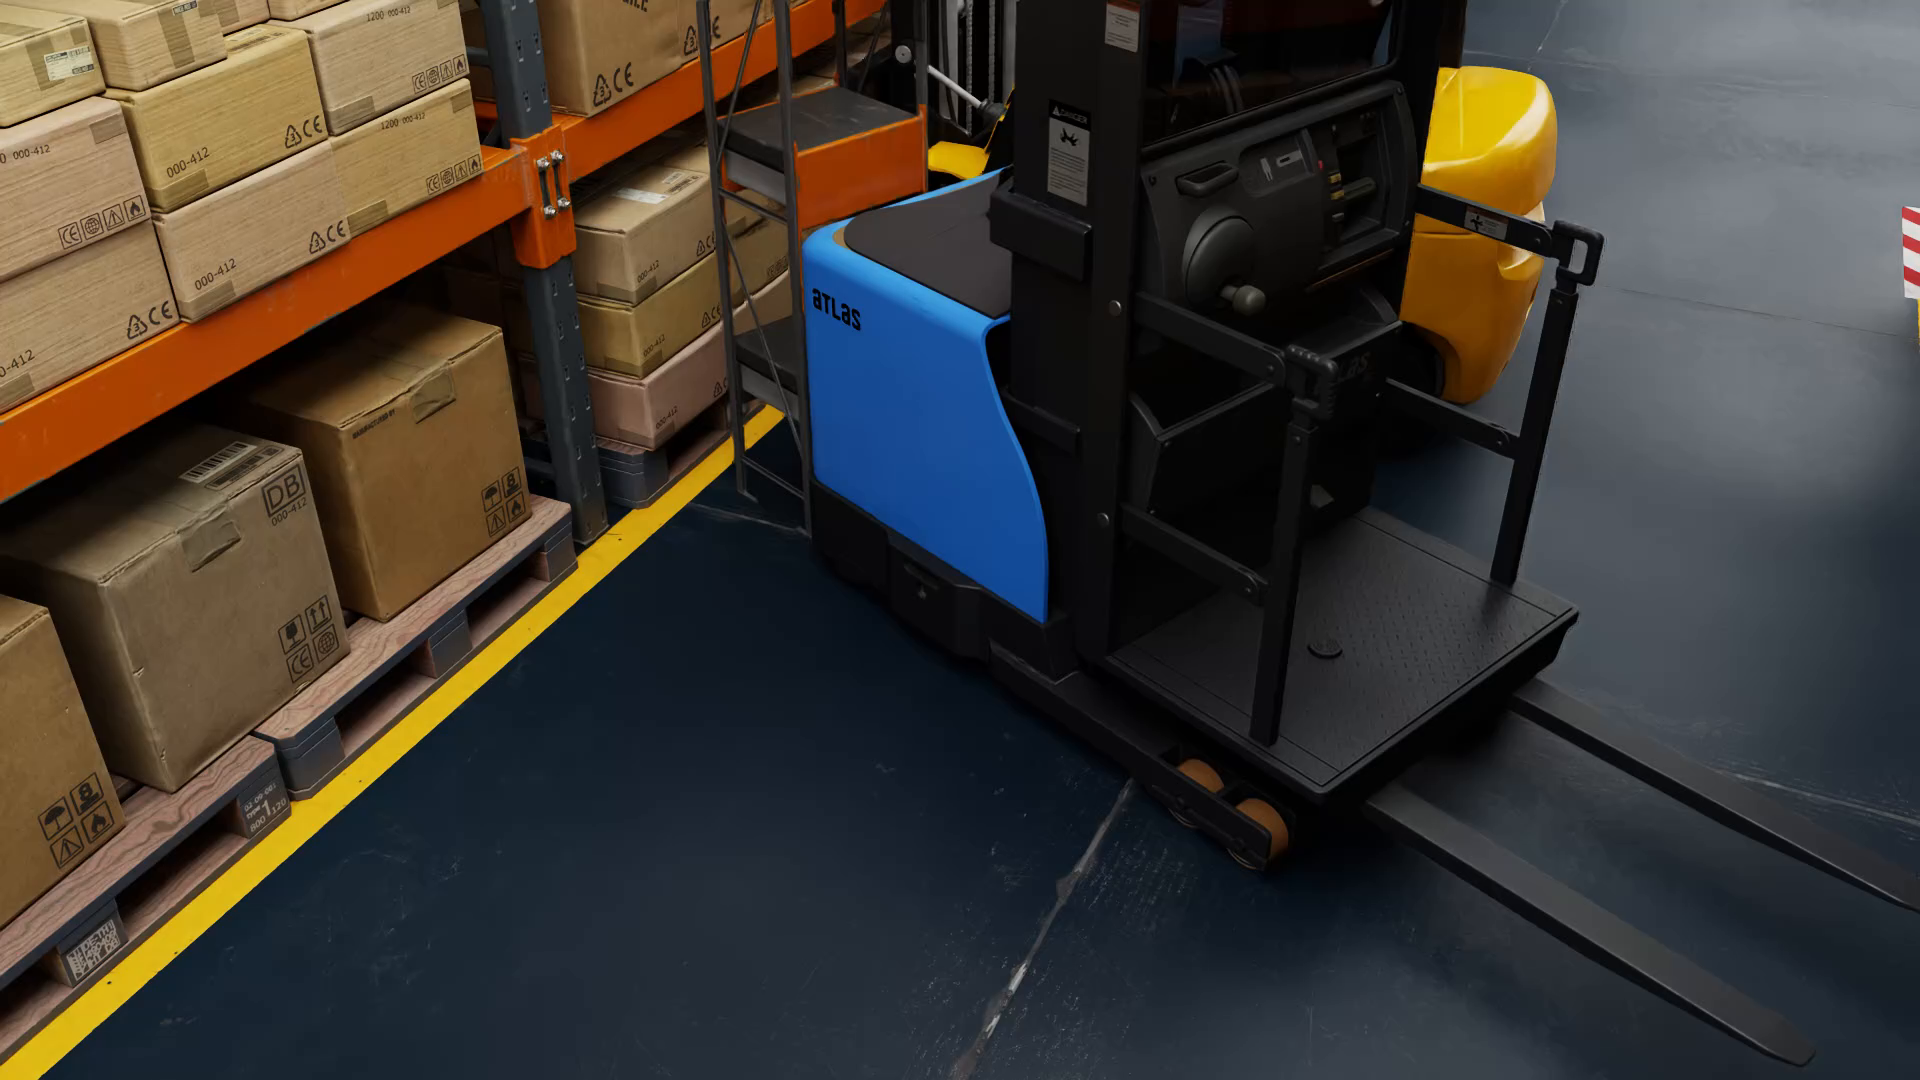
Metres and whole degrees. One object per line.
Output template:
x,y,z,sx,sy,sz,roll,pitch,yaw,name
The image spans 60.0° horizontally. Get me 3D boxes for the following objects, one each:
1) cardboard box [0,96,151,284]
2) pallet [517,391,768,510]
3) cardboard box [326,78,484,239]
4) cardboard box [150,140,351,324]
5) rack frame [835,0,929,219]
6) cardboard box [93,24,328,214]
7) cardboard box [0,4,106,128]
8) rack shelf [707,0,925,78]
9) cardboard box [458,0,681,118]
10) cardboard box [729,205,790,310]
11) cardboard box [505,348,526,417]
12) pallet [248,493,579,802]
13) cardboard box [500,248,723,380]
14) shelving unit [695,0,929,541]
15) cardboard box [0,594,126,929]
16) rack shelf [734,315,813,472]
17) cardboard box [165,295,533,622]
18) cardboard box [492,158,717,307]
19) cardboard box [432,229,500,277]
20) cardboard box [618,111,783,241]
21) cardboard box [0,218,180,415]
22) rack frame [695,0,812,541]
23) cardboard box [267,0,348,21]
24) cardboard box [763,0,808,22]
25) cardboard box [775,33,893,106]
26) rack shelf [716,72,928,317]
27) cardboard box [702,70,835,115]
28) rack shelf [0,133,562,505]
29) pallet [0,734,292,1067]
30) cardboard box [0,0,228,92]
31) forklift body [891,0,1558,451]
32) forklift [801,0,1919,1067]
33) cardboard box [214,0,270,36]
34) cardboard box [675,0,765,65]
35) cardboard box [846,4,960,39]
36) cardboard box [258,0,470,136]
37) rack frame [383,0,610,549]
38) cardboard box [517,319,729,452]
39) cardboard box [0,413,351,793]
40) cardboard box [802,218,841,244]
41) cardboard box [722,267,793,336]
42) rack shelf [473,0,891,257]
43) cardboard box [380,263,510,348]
-1.998,-0.705,3.270,0.500,0.250,0.500,15,36,21,cardboard box
-1.226,-0.593,5.962,1.003,0.211,1.213,14,36,20,pallet
-1.570,-0.999,4.175,0.500,0.250,0.500,15,36,22,cardboard box
-1.775,-0.747,3.791,0.500,0.250,0.500,14,36,20,cardboard box
-0.233,-1.136,5.068,0.015,2.100,0.400,-27,42,-34,rack frame
-1.779,-0.958,3.656,0.500,0.250,0.500,13,36,19,cardboard box
-1.936,-0.945,3.272,0.380,0.149,0.250,13,36,19,cardboard box
-0.413,-1.620,4.554,0.480,0.518,0.431,-27,42,-34,rack shelf
-1.174,-1.576,4.826,0.500,0.500,0.500,13,35,19,cardboard box
-0.905,-1.029,5.752,0.500,0.250,0.500,14,36,20,cardboard box
-1.577,-0.687,5.686,0.500,0.250,0.500,15,36,21,cardboard box
-1.869,0.169,4.799,1.003,0.211,1.213,14,36,20,pallet
-1.114,-0.778,5.369,0.500,0.250,0.500,14,36,20,cardboard box
-0.413,-1.046,4.930,0.503,2.100,0.431,-27,42,-34,shelving unit
-2.449,0.467,3.585,0.875,0.625,0.625,13,35,19,cardboard box
-0.413,-0.449,5.322,0.480,0.518,0.431,-27,42,-34,rack shelf
-1.805,-0.293,4.744,0.875,0.625,0.625,16,36,23,cardboard box
-1.109,-0.986,5.230,0.500,0.250,0.500,14,36,20,cardboard box
-1.566,-1.106,5.414,0.500,0.250,0.500,15,36,21,cardboard box
-0.886,-1.238,5.615,0.500,0.250,0.500,14,36,21,cardboard box
-2.011,-0.507,3.424,0.500,0.250,0.500,14,36,21,cardboard box
-0.593,-0.955,4.792,0.015,2.100,0.400,-27,42,-34,rack frame
-1.629,-1.332,3.863,0.380,0.149,0.250,14,36,20,cardboard box
-0.760,-2.091,5.613,0.500,0.500,0.500,14,36,20,cardboard box
-0.462,-1.748,6.393,0.500,0.250,0.500,13,36,20,cardboard box
-0.413,-1.035,4.938,0.480,0.518,0.431,-27,42,-34,rack shelf
-0.688,-1.488,5.997,0.500,0.250,0.500,15,36,22,cardboard box
-2.433,-0.076,3.286,1.077,0.370,4.000,14,36,20,rack shelf
-2.379,0.779,3.869,1.003,0.211,1.213,14,36,20,pallet
-1.769,-1.061,3.449,0.380,0.149,0.250,13,35,19,cardboard box
0.941,-1.647,5.800,2.313,2.155,1.214,14,36,20,forklift body
0.899,-0.746,3.715,1.130,2.935,3.031,-26,41,-34,forklift
-1.780,-1.222,3.696,0.380,0.149,0.250,14,36,20,cardboard box
-0.971,-1.839,5.228,0.500,0.500,0.500,15,36,21,cardboard box
-0.243,-1.999,6.775,0.500,0.250,0.500,15,36,21,cardboard box
-1.570,-1.216,4.050,0.500,0.250,0.500,13,36,19,cardboard box
-1.597,-1.373,4.608,1.000,3.000,0.127,14,36,20,rack frame
-1.094,-0.563,5.498,0.500,0.250,0.500,15,36,21,cardboard box
-2.136,0.092,4.157,0.875,0.625,0.625,14,36,20,cardboard box
-0.684,-1.277,6.130,0.500,0.250,0.500,14,36,20,cardboard box
-0.895,-0.820,5.889,0.500,0.250,0.500,13,36,19,cardboard box
-0.760,-2.068,6.324,1.077,0.370,4.000,14,36,20,rack shelf
-1.579,-0.897,5.551,0.500,0.250,0.500,13,36,19,cardboard box
